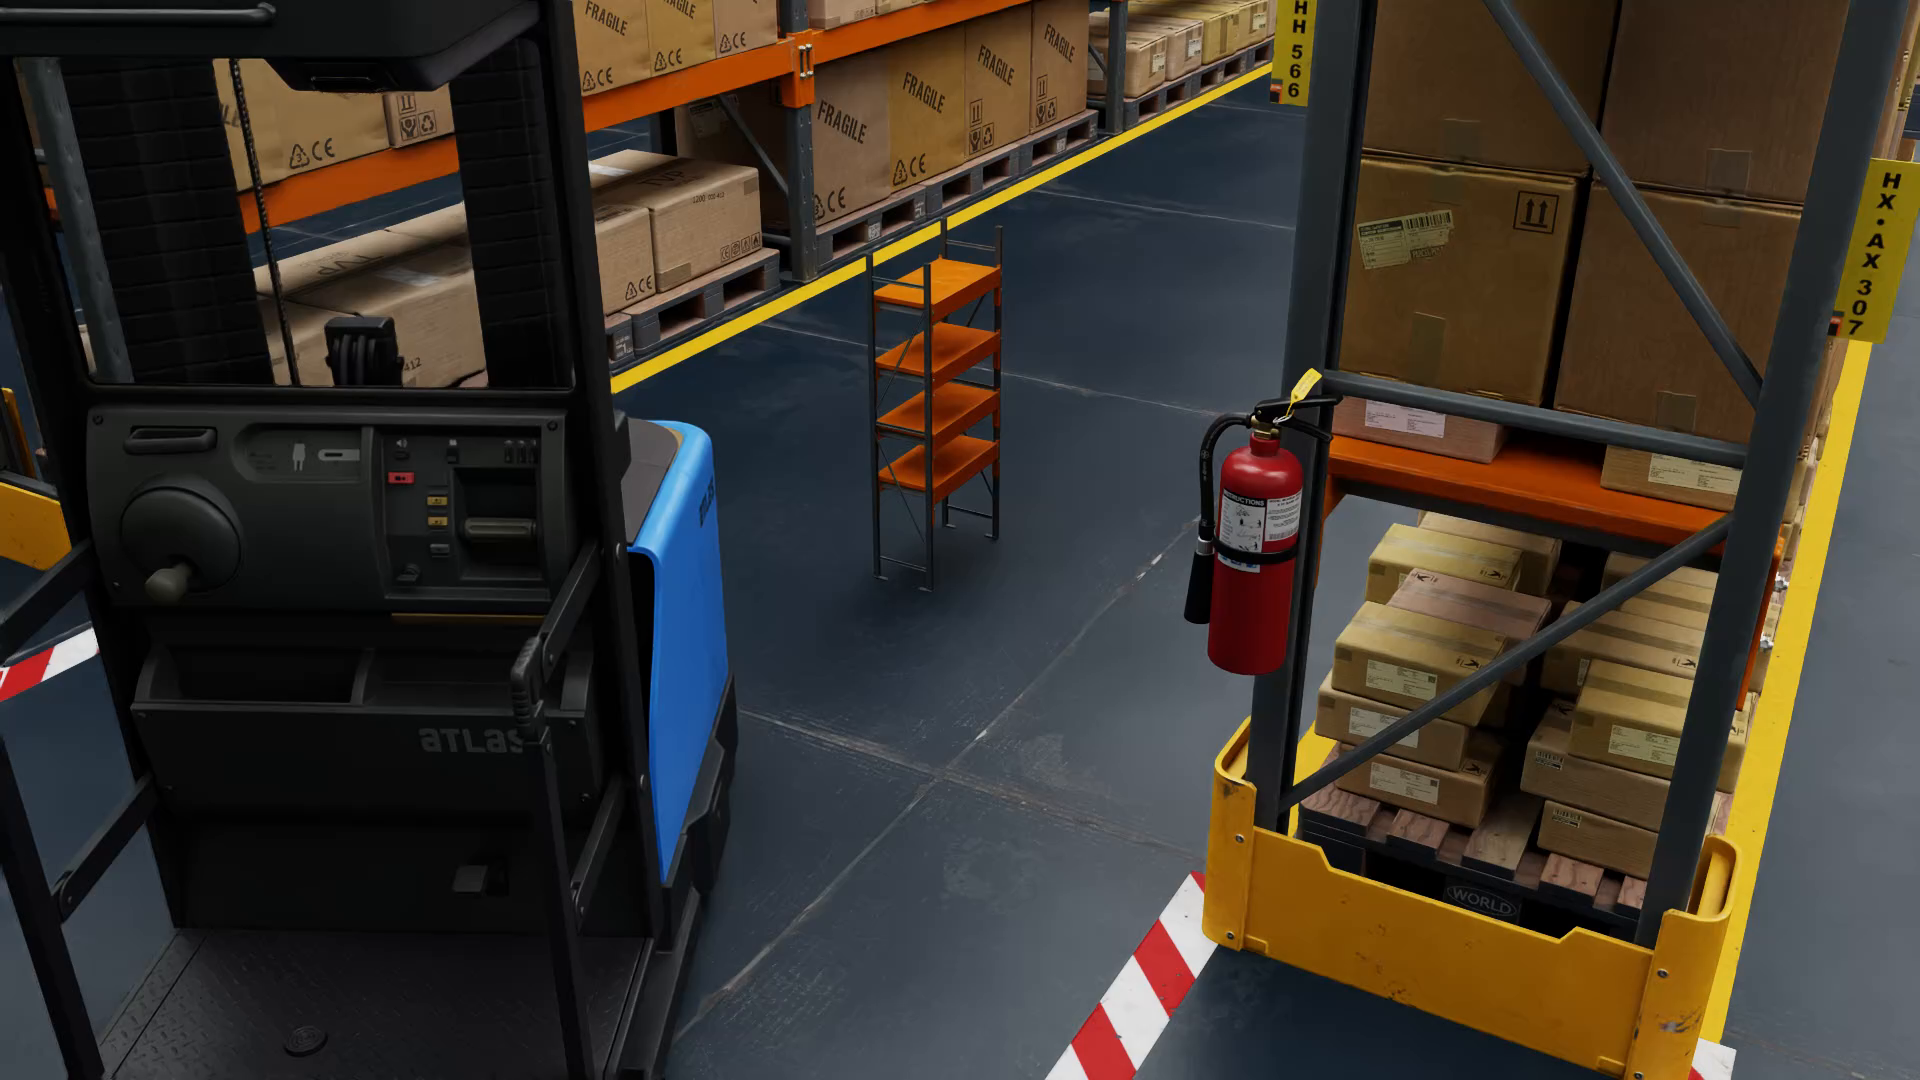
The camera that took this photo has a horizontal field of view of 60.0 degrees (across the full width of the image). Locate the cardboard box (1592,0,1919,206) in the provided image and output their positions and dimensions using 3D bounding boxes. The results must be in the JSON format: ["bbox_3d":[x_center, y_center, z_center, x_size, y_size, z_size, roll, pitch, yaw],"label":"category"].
[{"bbox_3d":[1.603,-0.984,3.303,0.500,0.500,0.500,14,30,26],"label":"cardboard box"}]

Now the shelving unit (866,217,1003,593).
[{"bbox_3d":[-0.081,-0.472,5.853,0.258,1.200,0.503,14,30,26],"label":"shelving unit"}]

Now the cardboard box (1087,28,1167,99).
[{"bbox_3d":[1.014,-3.642,12.640,0.950,0.372,0.625,12,29,23],"label":"cardboard box"}]

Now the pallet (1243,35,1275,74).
[{"bbox_3d":[2.314,-4.419,14.842,1.003,0.211,1.213,14,30,26],"label":"pallet"}]

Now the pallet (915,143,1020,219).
[{"bbox_3d":[-0.327,-2.400,10.808,1.003,0.211,1.213,14,30,26],"label":"pallet"}]

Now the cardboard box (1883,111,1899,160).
[{"bbox_3d":[2.106,-0.937,4.326,0.500,0.500,0.500,15,30,27],"label":"cardboard box"}]

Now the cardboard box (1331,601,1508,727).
[{"bbox_3d":[1.191,0.316,4.318,0.380,0.149,0.250,15,30,27],"label":"cardboard box"}]

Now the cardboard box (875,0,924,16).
[{"bbox_3d":[-0.541,-3.100,9.260,0.500,0.250,0.500,13,30,25],"label":"cardboard box"}]

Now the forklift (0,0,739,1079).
[{"bbox_3d":[-1.224,-0.025,3.025,1.130,2.935,3.031,1,27,2],"label":"forklift"}]

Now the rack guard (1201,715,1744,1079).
[{"bbox_3d":[1.189,0.846,4.002,1.175,0.500,0.348,14,30,26],"label":"rack guard"}]

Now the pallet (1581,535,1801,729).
[{"bbox_3d":[2.220,0.192,5.630,1.003,0.211,1.213,14,30,26],"label":"pallet"}]

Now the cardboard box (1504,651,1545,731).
[{"bbox_3d":[1.472,0.387,4.842,0.380,0.149,0.250,14,30,26],"label":"cardboard box"}]

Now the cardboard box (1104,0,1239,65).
[{"bbox_3d":[1.748,-4.225,13.806,0.950,0.372,0.625,15,30,28],"label":"cardboard box"}]

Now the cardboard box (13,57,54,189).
[{"bbox_3d":[-3.201,-1.584,5.952,0.500,0.500,0.500,14,30,26],"label":"cardboard box"}]

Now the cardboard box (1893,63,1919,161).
[{"bbox_3d":[2.871,-1.526,5.504,0.500,0.500,0.500,13,30,25],"label":"cardboard box"}]

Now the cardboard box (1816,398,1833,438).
[{"bbox_3d":[1.864,-0.386,3.950,0.380,0.149,0.250,13,30,25],"label":"cardboard box"}]

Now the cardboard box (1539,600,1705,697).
[{"bbox_3d":[1.736,0.315,4.320,0.380,0.149,0.250,15,30,27],"label":"cardboard box"}]

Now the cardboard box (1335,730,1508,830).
[{"bbox_3d":[1.229,0.593,4.429,0.380,0.149,0.250,15,30,27],"label":"cardboard box"}]

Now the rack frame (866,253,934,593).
[{"bbox_3d":[-0.201,-0.377,5.663,0.240,1.200,0.015,14,30,26],"label":"rack frame"}]

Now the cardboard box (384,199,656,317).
[{"bbox_3d":[-2.082,-1.324,7.937,0.875,0.438,0.875,13,29,25],"label":"cardboard box"}]

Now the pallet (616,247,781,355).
[{"bbox_3d":[-1.682,-1.326,8.663,1.003,0.211,1.213,14,30,26],"label":"pallet"}]

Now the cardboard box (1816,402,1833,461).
[{"bbox_3d":[3.002,-0.438,6.158,0.380,0.149,0.250,13,29,24],"label":"cardboard box"}]

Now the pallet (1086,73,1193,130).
[{"bbox_3d":[1.113,-3.468,12.942,1.003,0.211,1.213,14,30,26],"label":"pallet"}]

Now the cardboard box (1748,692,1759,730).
[{"bbox_3d":[2.083,0.417,4.782,0.380,0.149,0.250,15,30,27],"label":"cardboard box"}]

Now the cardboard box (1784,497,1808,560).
[{"bbox_3d":[2.714,-0.083,5.781,0.380,0.149,0.250,14,30,26],"label":"cardboard box"}]

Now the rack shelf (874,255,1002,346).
[{"bbox_3d":[-0.081,-0.823,5.677,0.258,0.148,0.480,14,30,26],"label":"rack shelf"}]

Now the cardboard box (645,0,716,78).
[{"bbox_3d":[-1.494,-2.458,7.698,0.500,0.500,0.500,13,30,25],"label":"cardboard box"}]

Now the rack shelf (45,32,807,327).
[{"bbox_3d":[-2.224,-1.751,7.200,1.077,0.370,4.000,14,30,26],"label":"rack shelf"}]

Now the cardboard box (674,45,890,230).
[{"bbox_3d":[-1.005,-2.349,9.496,0.875,0.875,0.875,15,30,28],"label":"cardboard box"}]

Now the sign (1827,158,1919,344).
[{"bbox_3d":[1.624,-0.510,2.951,0.100,0.325,0.005,14,30,26],"label":"sign"}]

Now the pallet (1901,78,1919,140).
[{"bbox_3d":[3.622,-1.981,7.072,1.003,0.211,1.213,14,30,26],"label":"pallet"}]

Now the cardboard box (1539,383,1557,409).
[{"bbox_3d":[1.221,-0.408,3.995,0.380,0.149,0.250,14,30,26],"label":"cardboard box"}]

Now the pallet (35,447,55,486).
[{"bbox_3d":[-2.883,-0.375,6.763,1.003,0.211,1.213,14,30,26],"label":"pallet"}]

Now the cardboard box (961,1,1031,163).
[{"bbox_3d":[-0.127,-3.051,10.898,0.875,0.875,0.875,15,30,27],"label":"cardboard box"}]

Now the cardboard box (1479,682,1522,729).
[{"bbox_3d":[1.338,0.353,4.577,0.380,0.149,0.250,13,30,25],"label":"cardboard box"}]

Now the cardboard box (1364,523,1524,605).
[{"bbox_3d":[1.382,0.102,4.746,0.380,0.149,0.250,13,30,25],"label":"cardboard box"}]

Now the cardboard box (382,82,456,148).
[{"bbox_3d":[-2.231,-1.859,6.501,0.500,0.500,0.500,14,30,26],"label":"cardboard box"}]

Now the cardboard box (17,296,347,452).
[{"bbox_3d":[-2.970,-0.614,6.520,0.875,0.438,0.875,13,29,24],"label":"cardboard box"}]

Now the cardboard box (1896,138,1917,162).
[{"bbox_3d":[5.465,-2.760,10.456,1.050,0.750,0.750,14,30,25],"label":"cardboard box"}]

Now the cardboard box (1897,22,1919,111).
[{"bbox_3d":[2.121,-1.380,4.094,0.500,0.500,0.500,13,30,25],"label":"cardboard box"}]

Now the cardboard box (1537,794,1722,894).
[{"bbox_3d":[1.688,0.711,4.195,0.380,0.149,0.250,15,30,27],"label":"cardboard box"}]

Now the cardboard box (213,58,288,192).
[{"bbox_3d":[-2.722,-1.462,5.707,0.500,0.500,0.500,14,30,26],"label":"cardboard box"}]

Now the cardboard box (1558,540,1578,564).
[{"bbox_3d":[1.802,-0.060,5.403,0.380,0.149,0.250,16,31,29],"label":"cardboard box"}]

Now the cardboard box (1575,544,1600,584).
[{"bbox_3d":[1.995,-0.009,5.634,0.380,0.149,0.250,15,30,28],"label":"cardboard box"}]

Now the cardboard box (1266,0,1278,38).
[{"bbox_3d":[2.439,-4.778,14.909,0.950,0.372,0.625,15,30,27],"label":"cardboard box"}]

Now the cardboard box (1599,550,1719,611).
[{"bbox_3d":[2.021,0.130,4.690,0.380,0.149,0.250,13,29,24],"label":"cardboard box"}]

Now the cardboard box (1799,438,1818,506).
[{"bbox_3d":[2.593,-0.260,5.469,0.380,0.149,0.250,13,29,24],"label":"cardboard box"}]

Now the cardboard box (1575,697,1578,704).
[{"bbox_3d":[1.816,0.470,4.344,0.380,0.149,0.250,14,30,26],"label":"cardboard box"}]

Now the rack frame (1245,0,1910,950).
[{"bbox_3d":[1.151,-0.242,3.383,1.000,3.000,0.127,14,30,26],"label":"rack frame"}]

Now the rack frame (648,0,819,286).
[{"bbox_3d":[-1.240,-2.852,8.596,1.000,3.000,0.127,14,30,26],"label":"rack frame"}]

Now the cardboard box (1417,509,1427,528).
[{"bbox_3d":[1.648,-0.102,5.153,0.380,0.149,0.250,15,30,28],"label":"cardboard box"}]

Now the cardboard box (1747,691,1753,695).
[{"bbox_3d":[2.081,0.279,4.726,0.380,0.149,0.250,15,30,28],"label":"cardboard box"}]

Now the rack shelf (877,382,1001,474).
[{"bbox_3d":[-0.081,-0.412,5.883,0.258,0.148,0.480,14,30,26],"label":"rack shelf"}]
